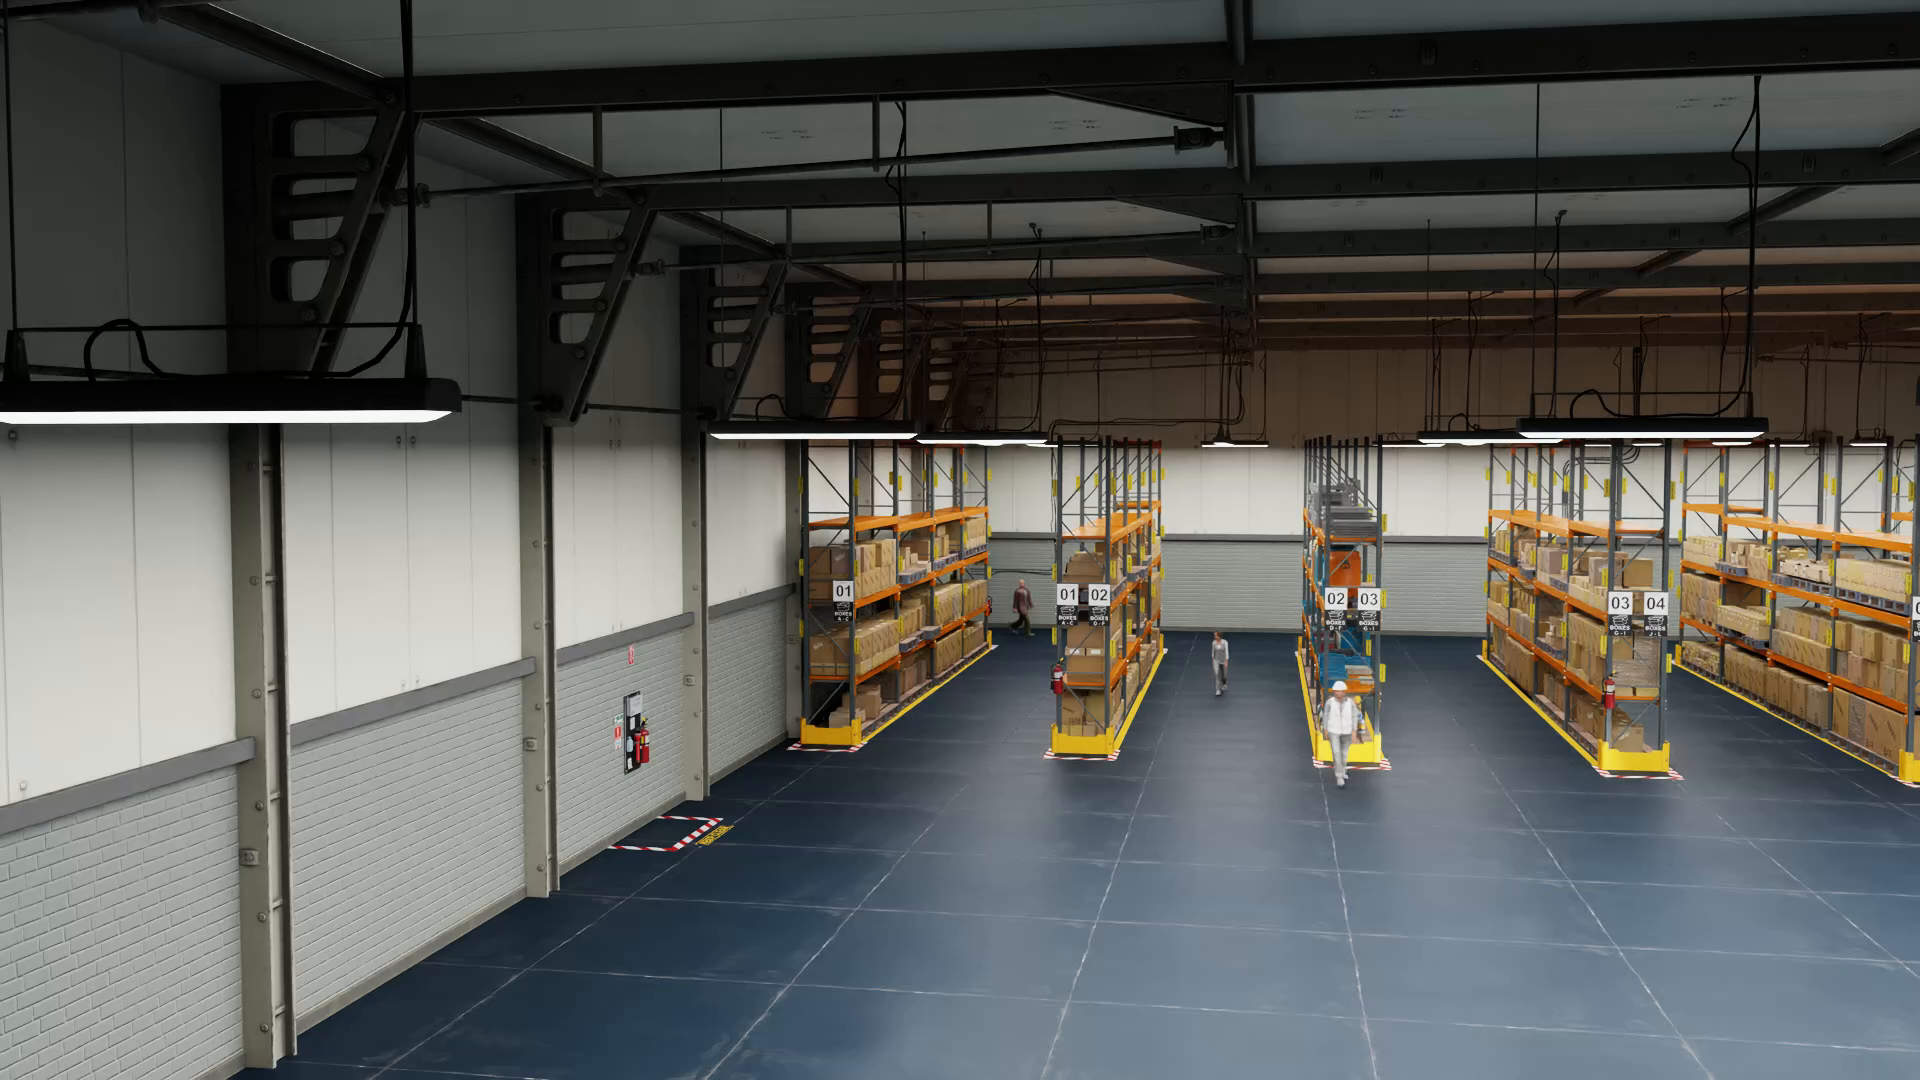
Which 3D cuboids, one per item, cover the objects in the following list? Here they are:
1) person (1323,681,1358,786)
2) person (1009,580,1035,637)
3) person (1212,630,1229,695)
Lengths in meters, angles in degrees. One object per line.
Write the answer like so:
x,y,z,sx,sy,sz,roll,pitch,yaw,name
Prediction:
6.536,3.287,28.490,0.568,1.731,0.957,0,3,5,person
1.916,2.084,51.094,1.063,1.742,0.544,2,4,36,person
6.114,2.859,39.077,0.405,1.477,0.904,1,3,15,person
